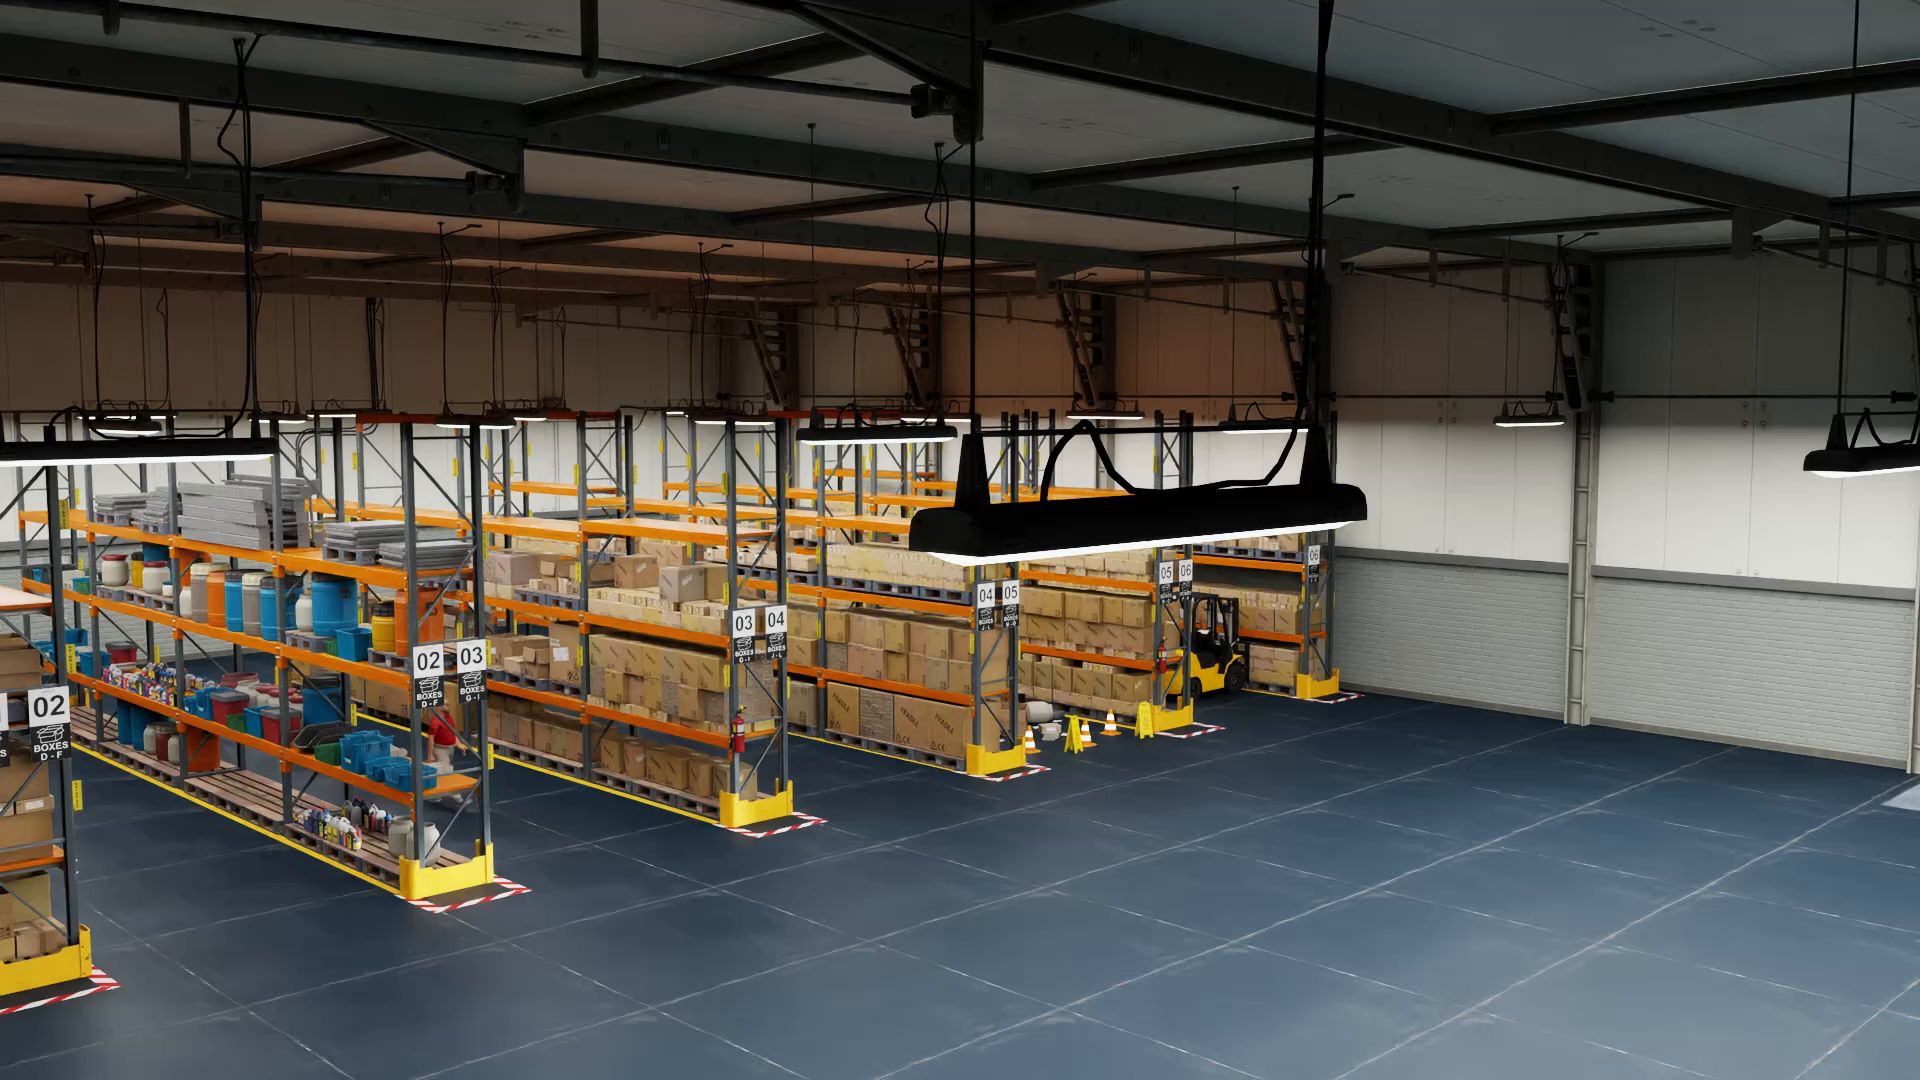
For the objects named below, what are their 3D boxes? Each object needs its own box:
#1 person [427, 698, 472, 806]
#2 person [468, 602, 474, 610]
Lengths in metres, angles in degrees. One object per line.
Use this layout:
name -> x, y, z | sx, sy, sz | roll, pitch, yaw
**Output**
person -> -7.876, 3.253, 25.573 | 1.071, 1.666, 0.588 | 1, 5, 16
person -> -12.730, 1.724, 43.498 | 0.484, 1.651, 0.618 | 1, 5, 16
